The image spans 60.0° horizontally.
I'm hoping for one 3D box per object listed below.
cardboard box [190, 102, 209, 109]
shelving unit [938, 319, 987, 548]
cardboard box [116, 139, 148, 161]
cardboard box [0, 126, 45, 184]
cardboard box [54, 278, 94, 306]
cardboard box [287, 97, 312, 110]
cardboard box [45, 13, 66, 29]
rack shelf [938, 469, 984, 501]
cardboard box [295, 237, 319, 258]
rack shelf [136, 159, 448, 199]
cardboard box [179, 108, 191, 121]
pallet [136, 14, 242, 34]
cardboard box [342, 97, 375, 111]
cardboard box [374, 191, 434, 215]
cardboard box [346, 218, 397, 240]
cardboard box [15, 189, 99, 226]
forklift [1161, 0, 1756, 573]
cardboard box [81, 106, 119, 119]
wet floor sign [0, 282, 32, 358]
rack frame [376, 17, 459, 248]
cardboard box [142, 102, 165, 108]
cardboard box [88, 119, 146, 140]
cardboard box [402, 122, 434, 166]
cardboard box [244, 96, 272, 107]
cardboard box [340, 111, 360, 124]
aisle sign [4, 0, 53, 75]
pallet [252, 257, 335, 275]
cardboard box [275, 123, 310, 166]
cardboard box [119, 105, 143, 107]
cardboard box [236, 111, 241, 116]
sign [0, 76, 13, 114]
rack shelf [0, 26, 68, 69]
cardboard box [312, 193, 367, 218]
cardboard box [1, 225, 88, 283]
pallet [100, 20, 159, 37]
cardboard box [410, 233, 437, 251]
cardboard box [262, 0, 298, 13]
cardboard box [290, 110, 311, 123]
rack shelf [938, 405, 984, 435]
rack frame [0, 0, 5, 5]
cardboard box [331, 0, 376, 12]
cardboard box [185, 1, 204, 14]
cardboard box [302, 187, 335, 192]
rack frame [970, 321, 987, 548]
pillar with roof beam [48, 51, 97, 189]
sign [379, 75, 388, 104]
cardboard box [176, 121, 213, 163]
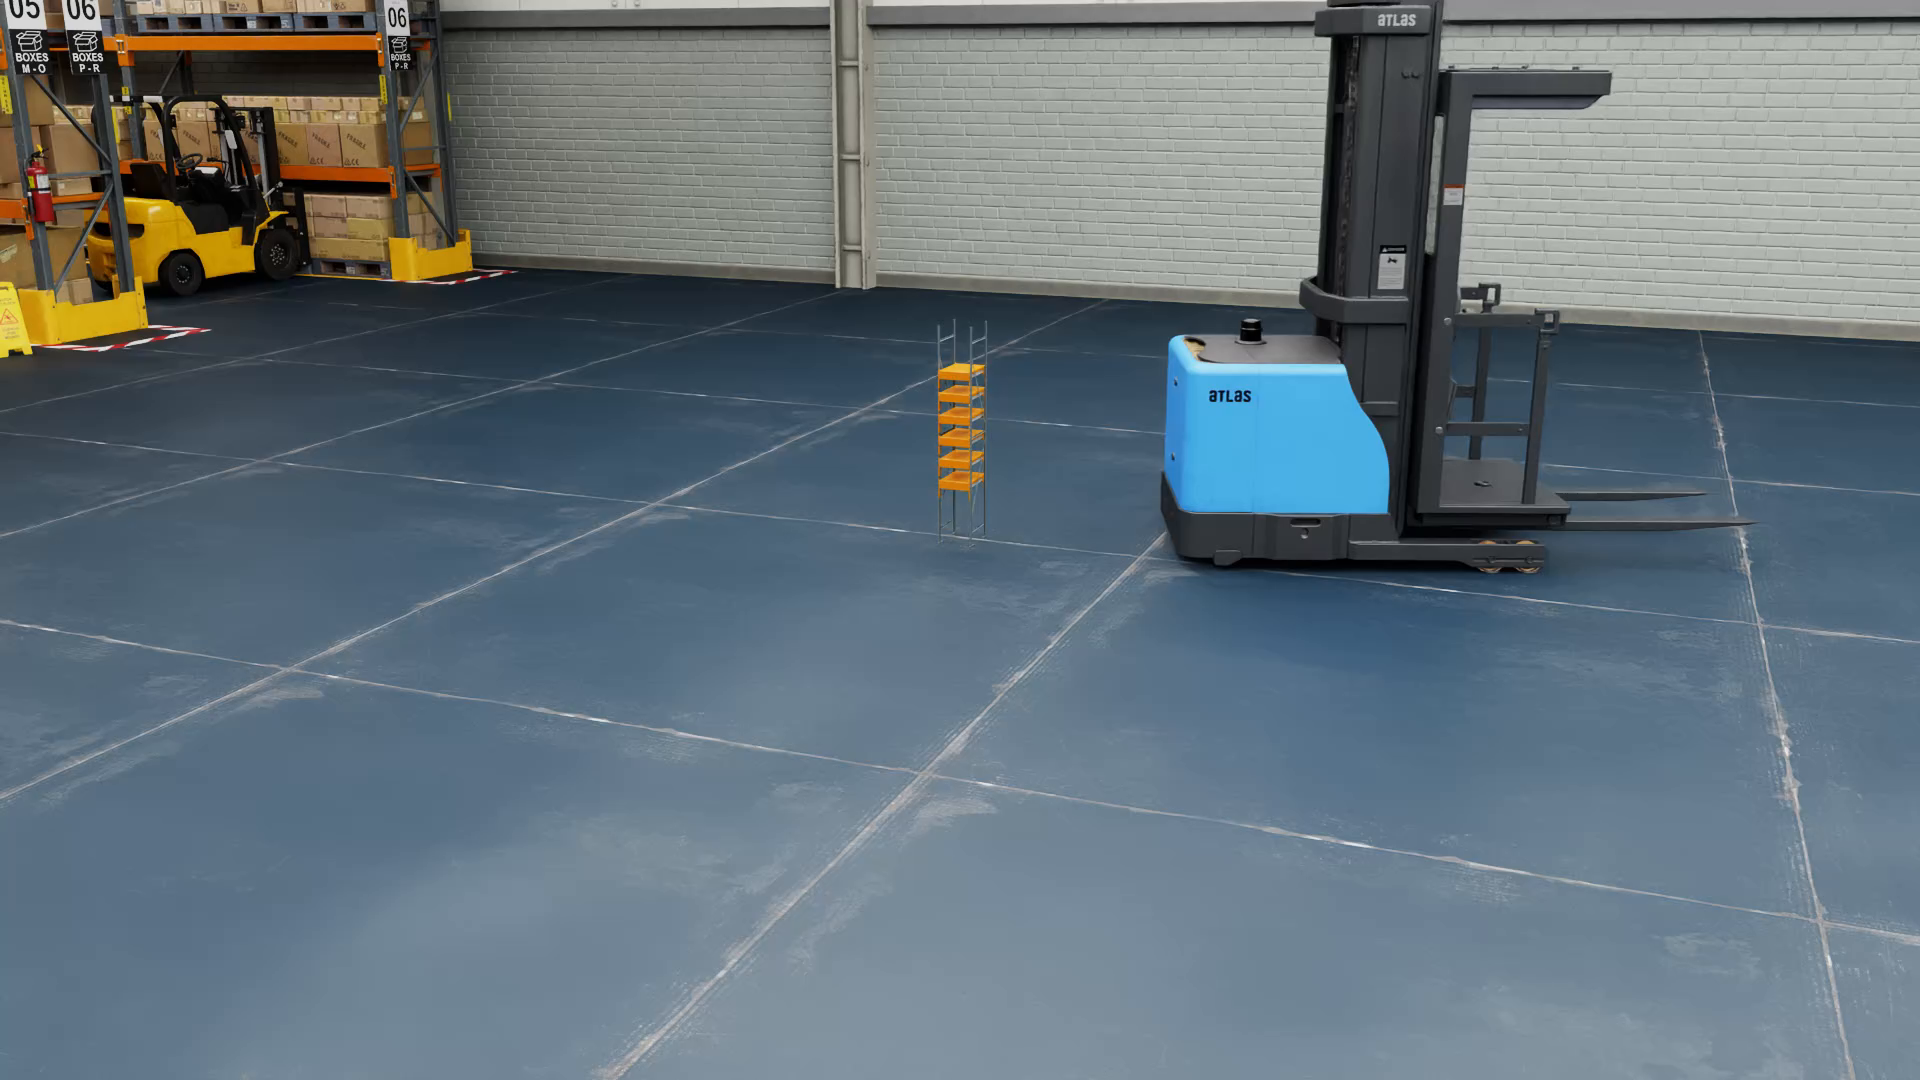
[{"bbox_3d":[-9.281,-5.410,20.554,0.250,0.149,0.380,7,17,22],"label":"cardboard box"},{"bbox_3d":[0.013,-0.575,9.001,0.189,1.200,0.258,6,17,21],"label":"shelving unit"},{"bbox_3d":[-10.752,-5.009,21.317,0.500,0.250,0.500,7,17,22],"label":"cardboard box"},{"bbox_3d":[-8.890,-3.576,15.397,0.500,0.500,0.500,6,17,20],"label":"cardboard box"},{"bbox_3d":[-8.933,-2.436,16.364,0.500,0.250,0.500,6,17,20],"label":"cardboard box"},{"bbox_3d":[-7.859,-5.252,20.009,0.250,0.149,0.380,7,18,22],"label":"cardboard box"},{"bbox_3d":[-8.474,-4.839,15.531,0.250,0.149,0.380,6,17,21],"label":"cardboard box"},{"bbox_3d":[0.013,-0.302,9.081,0.180,0.103,0.258,6,17,21],"label":"rack shelf"},{"bbox_3d":[-7.941,-3.643,20.519,0.500,0.250,0.500,6,17,21],"label":"cardboard box"},{"bbox_3d":[-8.327,-4.548,20.748,4.000,0.370,1.077,6,17,21],"label":"rack shelf"},{"bbox_3d":[-9.494,-5.311,20.744,0.250,0.149,0.380,6,17,21],"label":"cardboard box"},{"bbox_3d":[-9.385,-6.415,20.669,1.213,0.211,1.003,6,17,21],"label":"pallet"},{"bbox_3d":[-7.118,-5.190,19.794,0.250,0.149,0.380,6,17,21],"label":"cardboard box"},{"bbox_3d":[-6.844,-4.148,20.467,0.500,0.250,0.500,6,17,20],"label":"cardboard box"},{"bbox_3d":[-7.034,-3.778,20.090,0.500,0.250,0.500,6,17,20],"label":"cardboard box"},{"bbox_3d":[-12.096,-4.367,22.342,0.625,0.625,0.875,6,17,18],"label":"cardboard box"},{"bbox_3d":[2.654,-1.385,8.688,3.031,2.935,1.130,0,16,1],"label":"forklift"},{"bbox_3d":[-11.042,-5.495,21.378,0.250,0.149,0.380,6,17,21],"label":"cardboard box"},{"bbox_3d":[-8.500,-1.973,14.813,0.232,0.644,0.267,14,21,40],"label":"wet floor sign"},{"bbox_3d":[-6.467,-4.688,19.943,0.127,3.000,1.000,6,17,21],"label":"rack frame"},{"bbox_3d":[-10.000,-5.490,20.829,0.250,0.149,0.380,7,17,22],"label":"cardboard box"},{"bbox_3d":[-10.738,-5.250,21.248,0.500,0.250,0.500,6,17,19],"label":"cardboard box"},{"bbox_3d":[-6.826,-4.859,20.352,0.500,0.500,0.500,7,18,22],"label":"cardboard box"},{"bbox_3d":[-8.534,-5.358,20.374,0.250,0.149,0.380,6,17,21],"label":"cardboard box"},{"bbox_3d":[-7.141,-5.029,19.774,0.250,0.149,0.380,7,17,22],"label":"cardboard box"},{"bbox_3d":[-8.333,-4.568,14.864,0.004,0.787,0.394,6,17,21],"label":"aisle sign"},{"bbox_3d":[-8.324,-3.542,20.995,1.213,0.211,1.003,6,17,21],"label":"pallet"},{"bbox_3d":[-7.977,-4.826,20.239,0.500,0.500,0.500,6,17,20],"label":"cardboard box"},{"bbox_3d":[-10.898,-5.616,21.794,0.250,0.149,0.380,6,17,20],"label":"cardboard box"},{"bbox_3d":[-8.807,-5.218,20.424,0.250,0.149,0.380,6,17,19],"label":"cardboard box"},{"bbox_3d":[-8.507,-3.967,14.813,0.005,0.325,0.100,6,17,21],"label":"sign"},{"bbox_3d":[-10.145,-4.700,15.894,4.000,0.370,1.077,6,17,21],"label":"rack shelf"},{"bbox_3d":[-7.487,-4.067,20.187,0.500,0.250,0.500,7,17,22],"label":"cardboard box"},{"bbox_3d":[-8.956,-2.799,16.267,0.500,0.500,0.500,6,17,19],"label":"cardboard box"},{"bbox_3d":[-11.013,-6.533,21.260,1.217,0.209,0.805,6,17,18],"label":"pallet"},{"bbox_3d":[-6.852,-3.671,20.616,0.500,0.250,0.500,6,17,21],"label":"cardboard box"},{"bbox_3d":[-7.884,-6.539,19.827,0.500,0.500,0.700,6,17,21],"label":"cardboard box"},{"bbox_3d":[-7.852,-5.115,20.070,0.250,0.149,0.380,6,17,19],"label":"cardboard box"},{"bbox_3d":[0.013,-0.647,8.980,0.180,0.103,0.258,6,17,21],"label":"rack shelf"},{"bbox_3d":[-8.284,-6.282,14.671,0.127,3.000,1.000,6,17,21],"label":"rack frame"},{"bbox_3d":[-6.968,-6.409,19.377,0.500,0.500,0.500,7,18,22],"label":"cardboard box"},{"bbox_3d":[-9.167,-6.464,20.197,0.250,0.149,0.380,7,18,22],"label":"cardboard box"},{"bbox_3d":[-8.246,-4.306,21.012,0.500,0.250,0.500,6,17,20],"label":"cardboard box"},{"bbox_3d":[0.099,-0.565,8.969,0.006,1.200,0.240,6,17,21],"label":"rack frame"},{"bbox_3d":[-13.945,-7.372,18.426,0.400,9.000,9.100,6,17,21],"label":"pillar with roof beam"},{"bbox_3d":[-6.679,-5.219,19.269,0.005,0.325,0.100,6,17,21],"label":"sign"},{"bbox_3d":[-9.380,-4.984,20.780,0.500,0.500,0.500,7,17,22],"label":"cardboard box"}]
